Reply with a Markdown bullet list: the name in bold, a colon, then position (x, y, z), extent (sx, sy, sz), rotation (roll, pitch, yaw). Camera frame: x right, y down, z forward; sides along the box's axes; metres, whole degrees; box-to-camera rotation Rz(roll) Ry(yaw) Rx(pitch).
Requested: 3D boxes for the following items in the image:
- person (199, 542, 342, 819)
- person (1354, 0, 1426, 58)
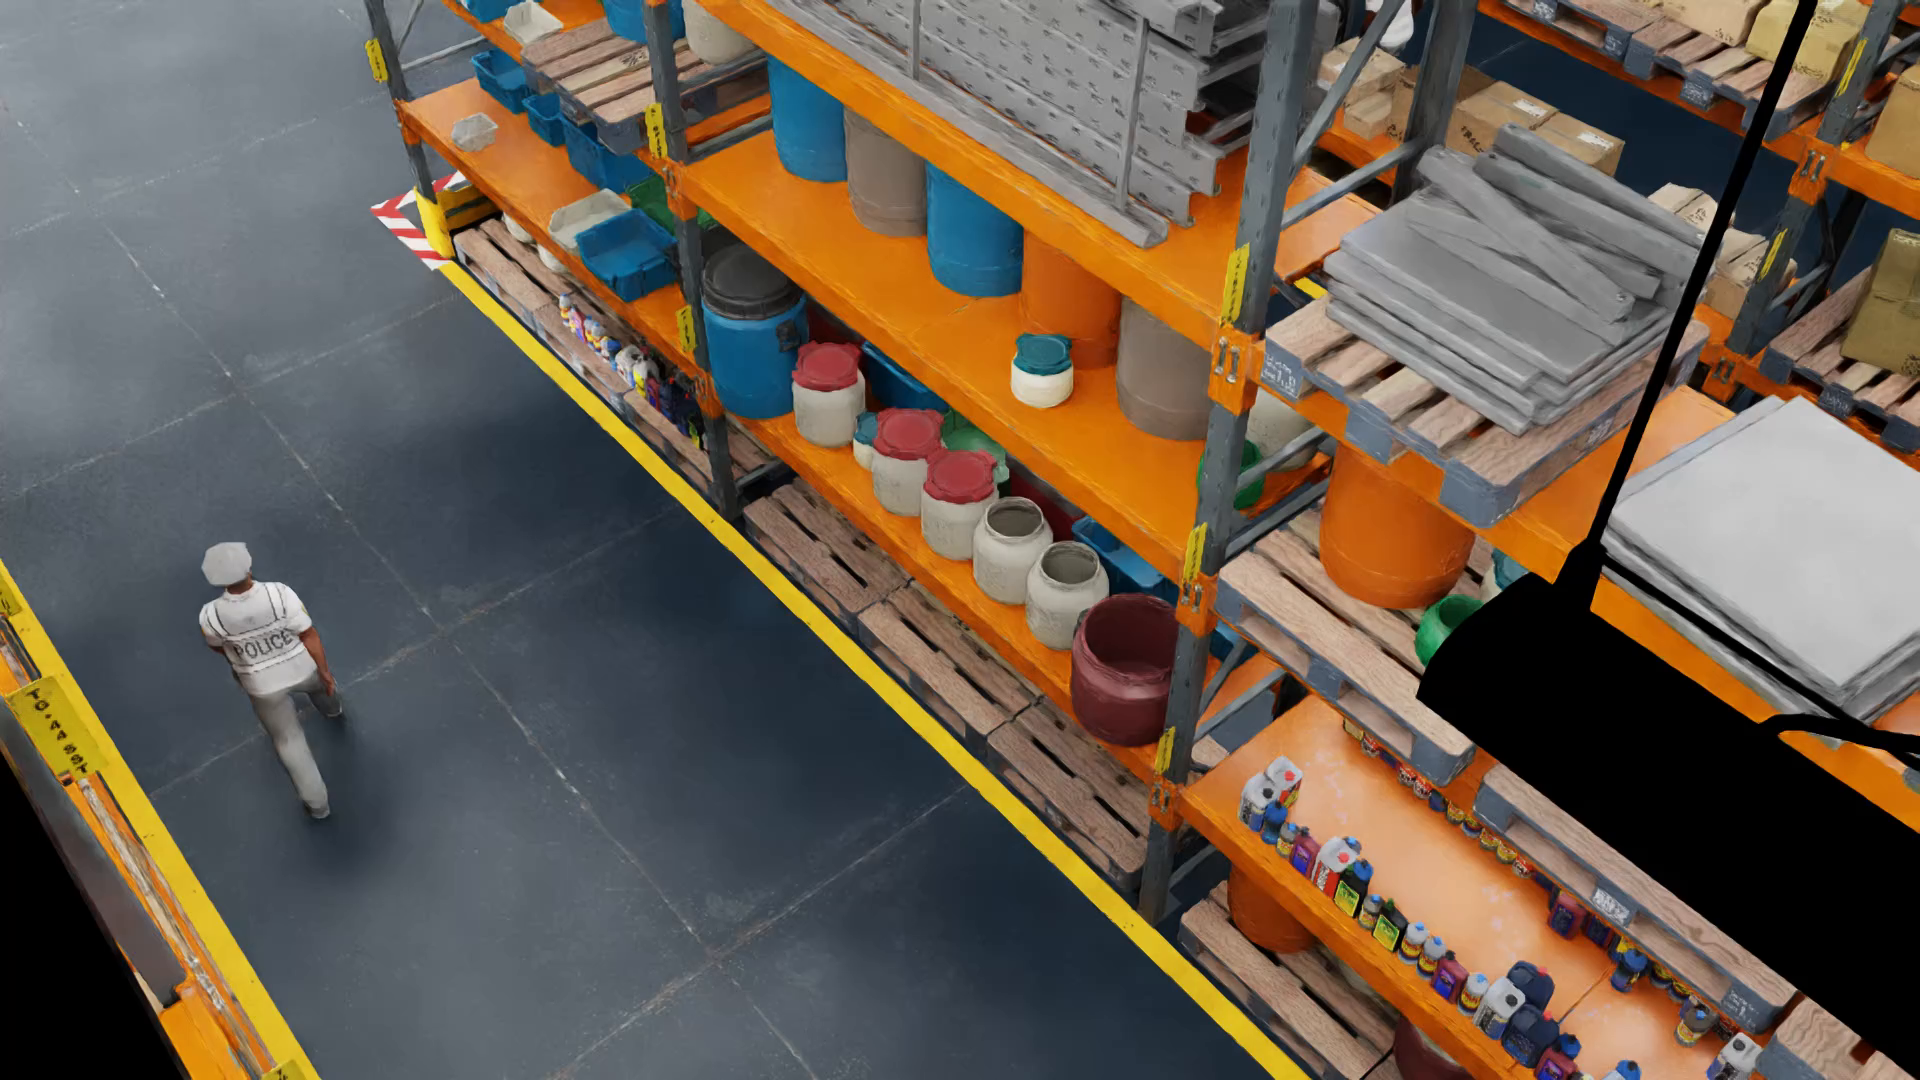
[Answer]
- **person**: position (-3.787, 0.648, 9.165), extent (0.535, 1.705, 1.011), rotation (-22, 50, -19)
- **person**: position (3.537, -4.194, 13.794), extent (0.719, 1.714, 0.578), rotation (-33, 55, -27)
